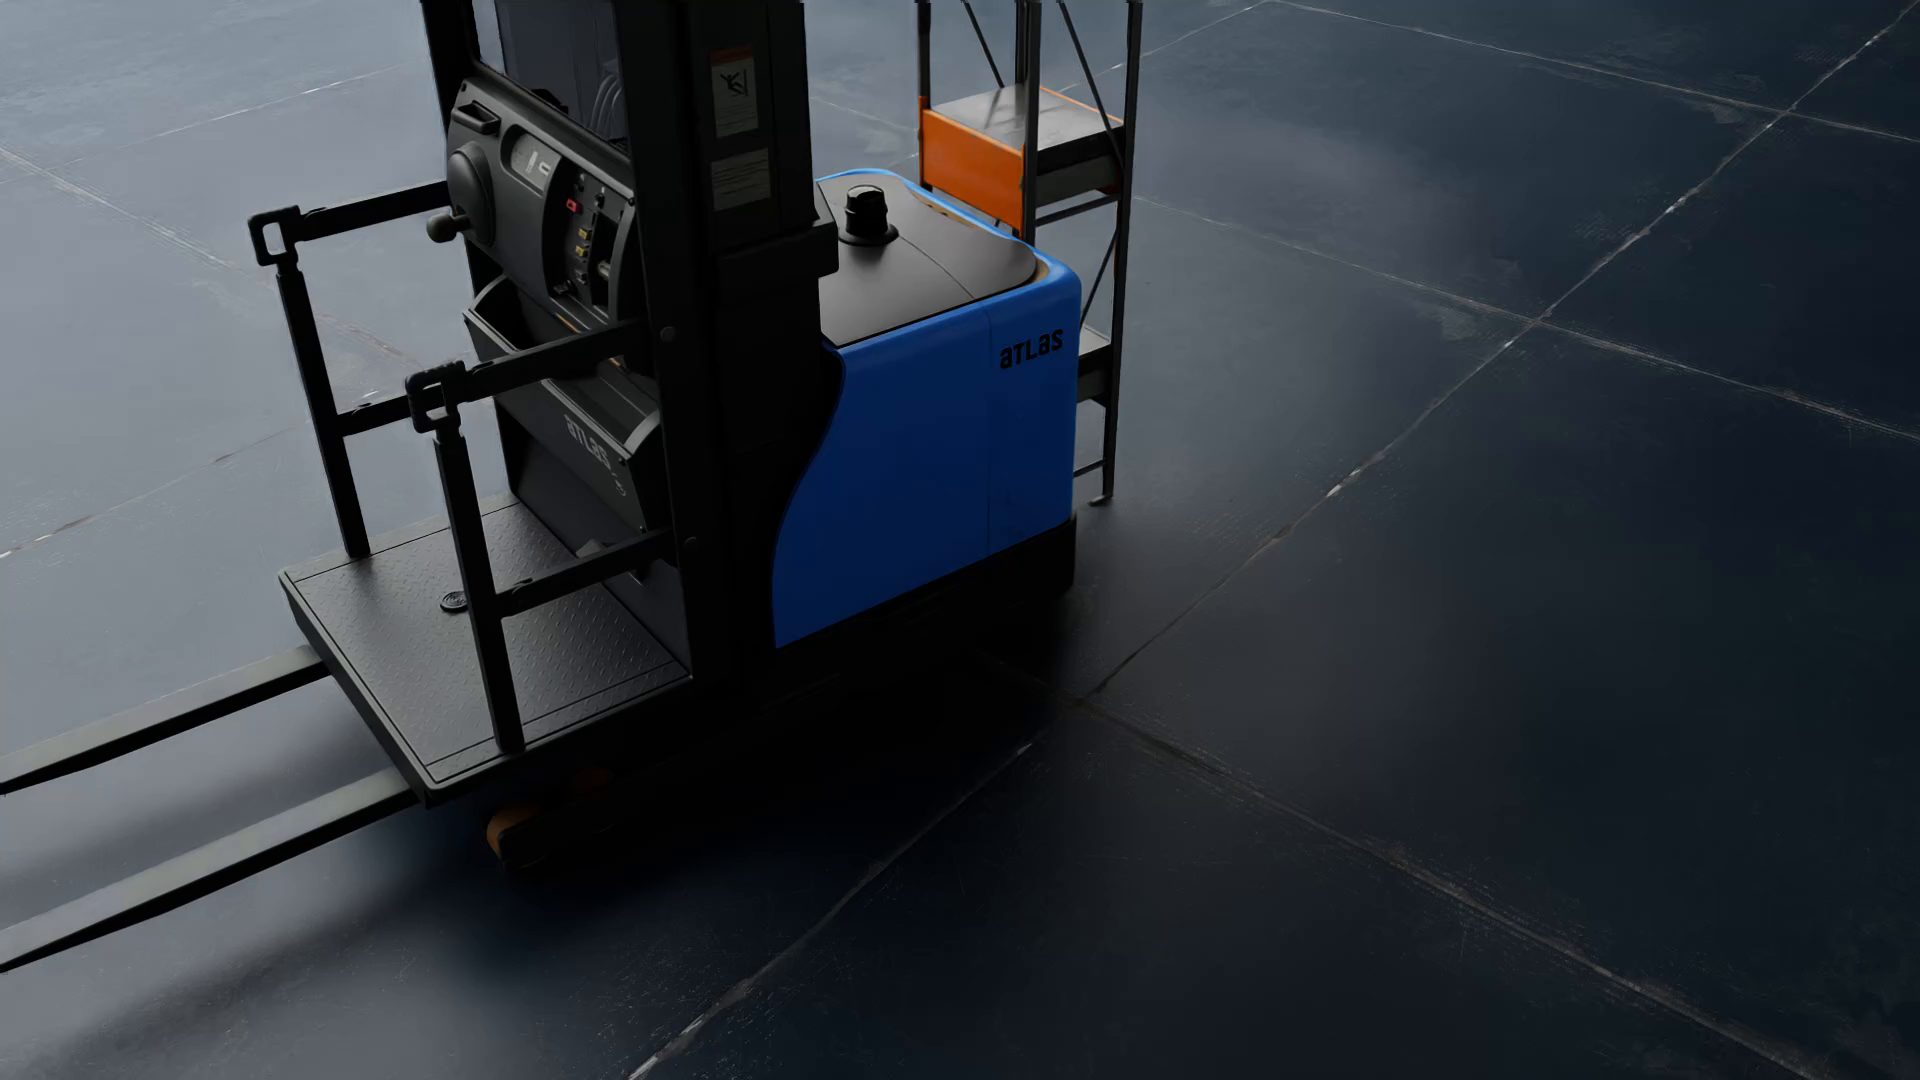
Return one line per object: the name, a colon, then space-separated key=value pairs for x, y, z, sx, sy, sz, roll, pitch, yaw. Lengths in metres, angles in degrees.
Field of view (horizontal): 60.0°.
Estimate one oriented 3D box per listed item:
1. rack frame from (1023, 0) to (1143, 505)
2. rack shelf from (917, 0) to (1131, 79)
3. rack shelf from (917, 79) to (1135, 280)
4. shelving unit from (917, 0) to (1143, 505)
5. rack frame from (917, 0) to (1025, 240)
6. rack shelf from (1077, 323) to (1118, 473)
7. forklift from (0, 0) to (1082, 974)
rack frame: x=0.339 y=-0.943 z=4.768 sx=0.400 sy=2.100 sz=0.015 roll=-24 pitch=41 yaw=-30
rack shelf: x=0.189 y=-1.618 z=4.538 sx=0.431 sy=0.518 sz=0.480 roll=-24 pitch=41 yaw=-30
rack shelf: x=0.189 y=-1.041 z=4.935 sx=0.431 sy=0.518 sz=0.480 roll=-24 pitch=41 yaw=-30
shelving unit: x=0.189 y=-1.052 z=4.927 sx=0.431 sy=2.100 sz=0.503 roll=-24 pitch=41 yaw=-30
rack frame: x=0.040 y=-1.161 z=5.086 sx=0.400 sy=2.100 sz=0.015 roll=-24 pitch=41 yaw=-30
rack shelf: x=0.189 y=-0.464 z=5.331 sx=0.431 sy=0.518 sz=0.480 roll=-24 pitch=41 yaw=-30
forklift: x=-1.144 y=-0.746 z=3.747 sx=3.031 sy=2.935 sz=1.130 roll=-23 pitch=41 yaw=-30
